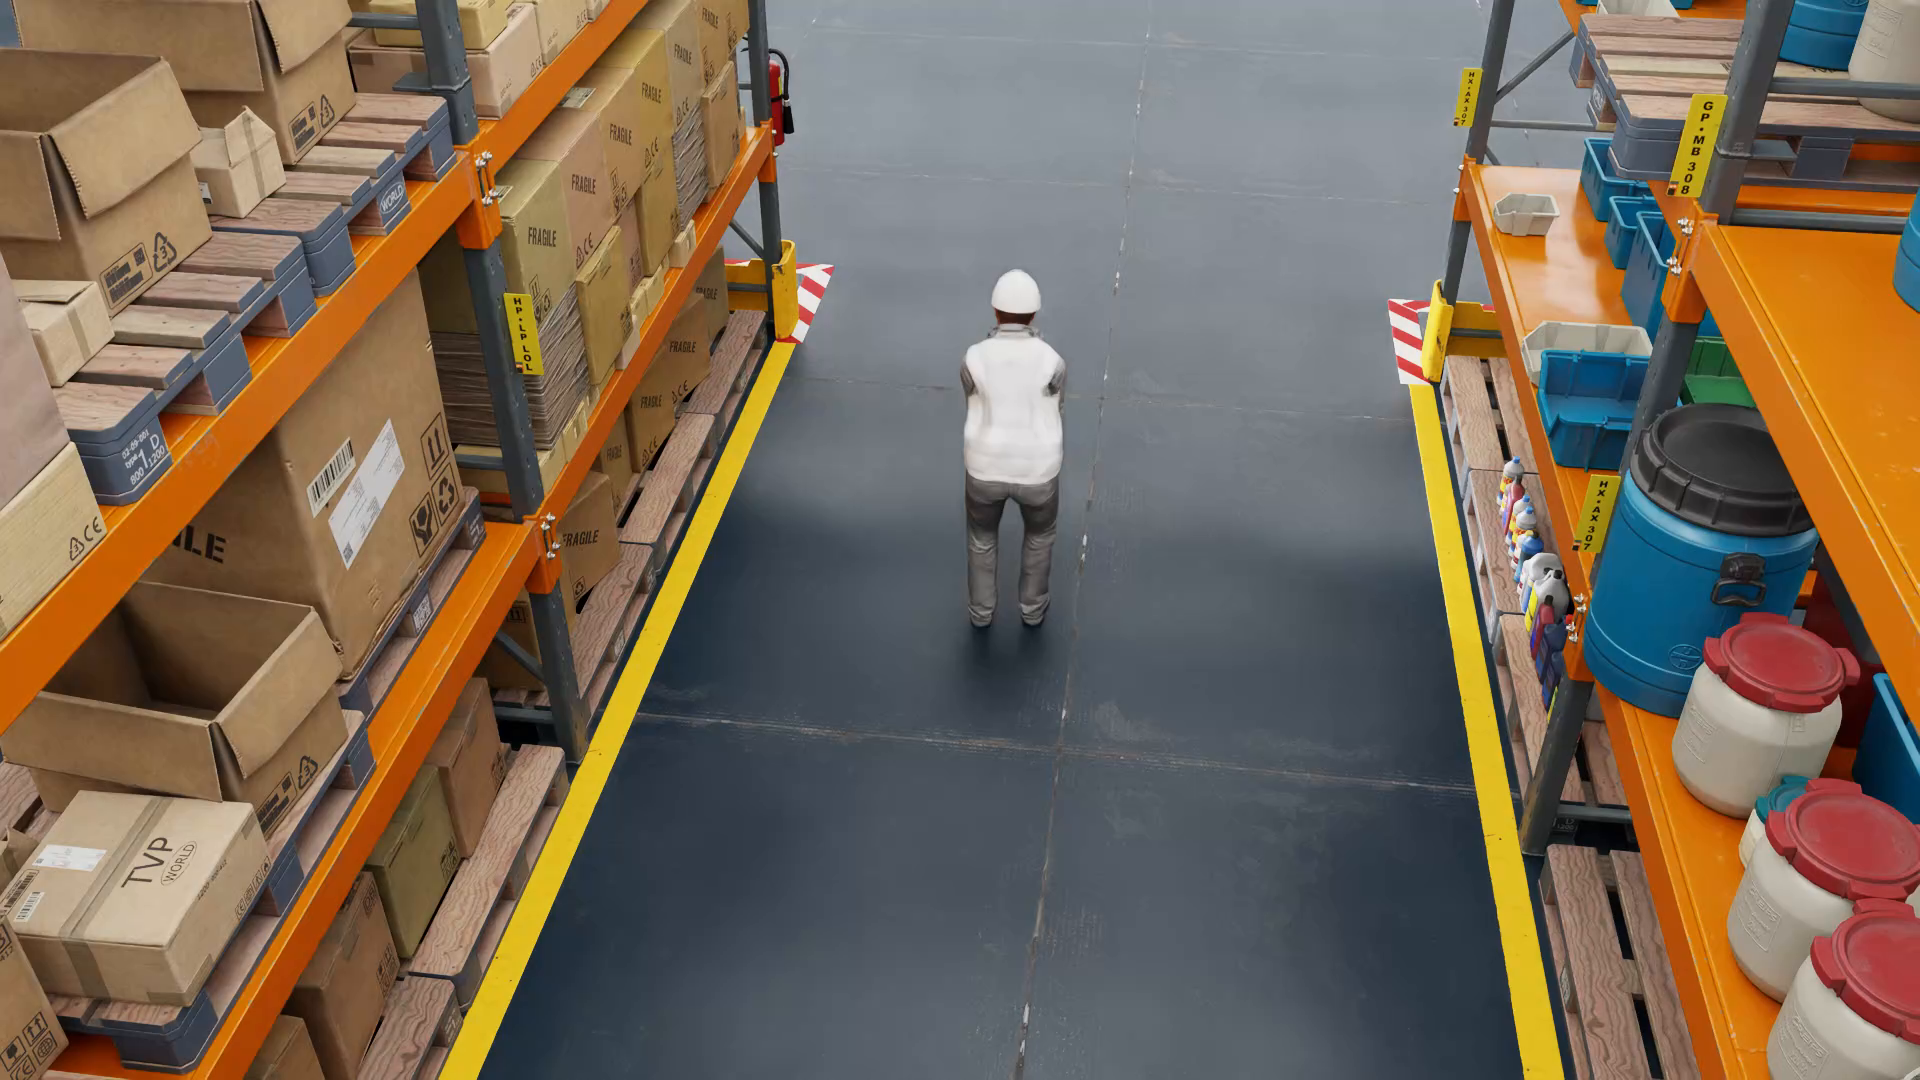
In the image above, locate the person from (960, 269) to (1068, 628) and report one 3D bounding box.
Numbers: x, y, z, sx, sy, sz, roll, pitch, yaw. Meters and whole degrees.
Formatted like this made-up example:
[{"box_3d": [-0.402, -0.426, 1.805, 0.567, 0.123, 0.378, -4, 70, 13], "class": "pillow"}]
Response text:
[{"box_3d": [0.233, -0.383, 7.594, 0.479, 1.723, 0.605, 4, 36, 5], "class": "person"}]
